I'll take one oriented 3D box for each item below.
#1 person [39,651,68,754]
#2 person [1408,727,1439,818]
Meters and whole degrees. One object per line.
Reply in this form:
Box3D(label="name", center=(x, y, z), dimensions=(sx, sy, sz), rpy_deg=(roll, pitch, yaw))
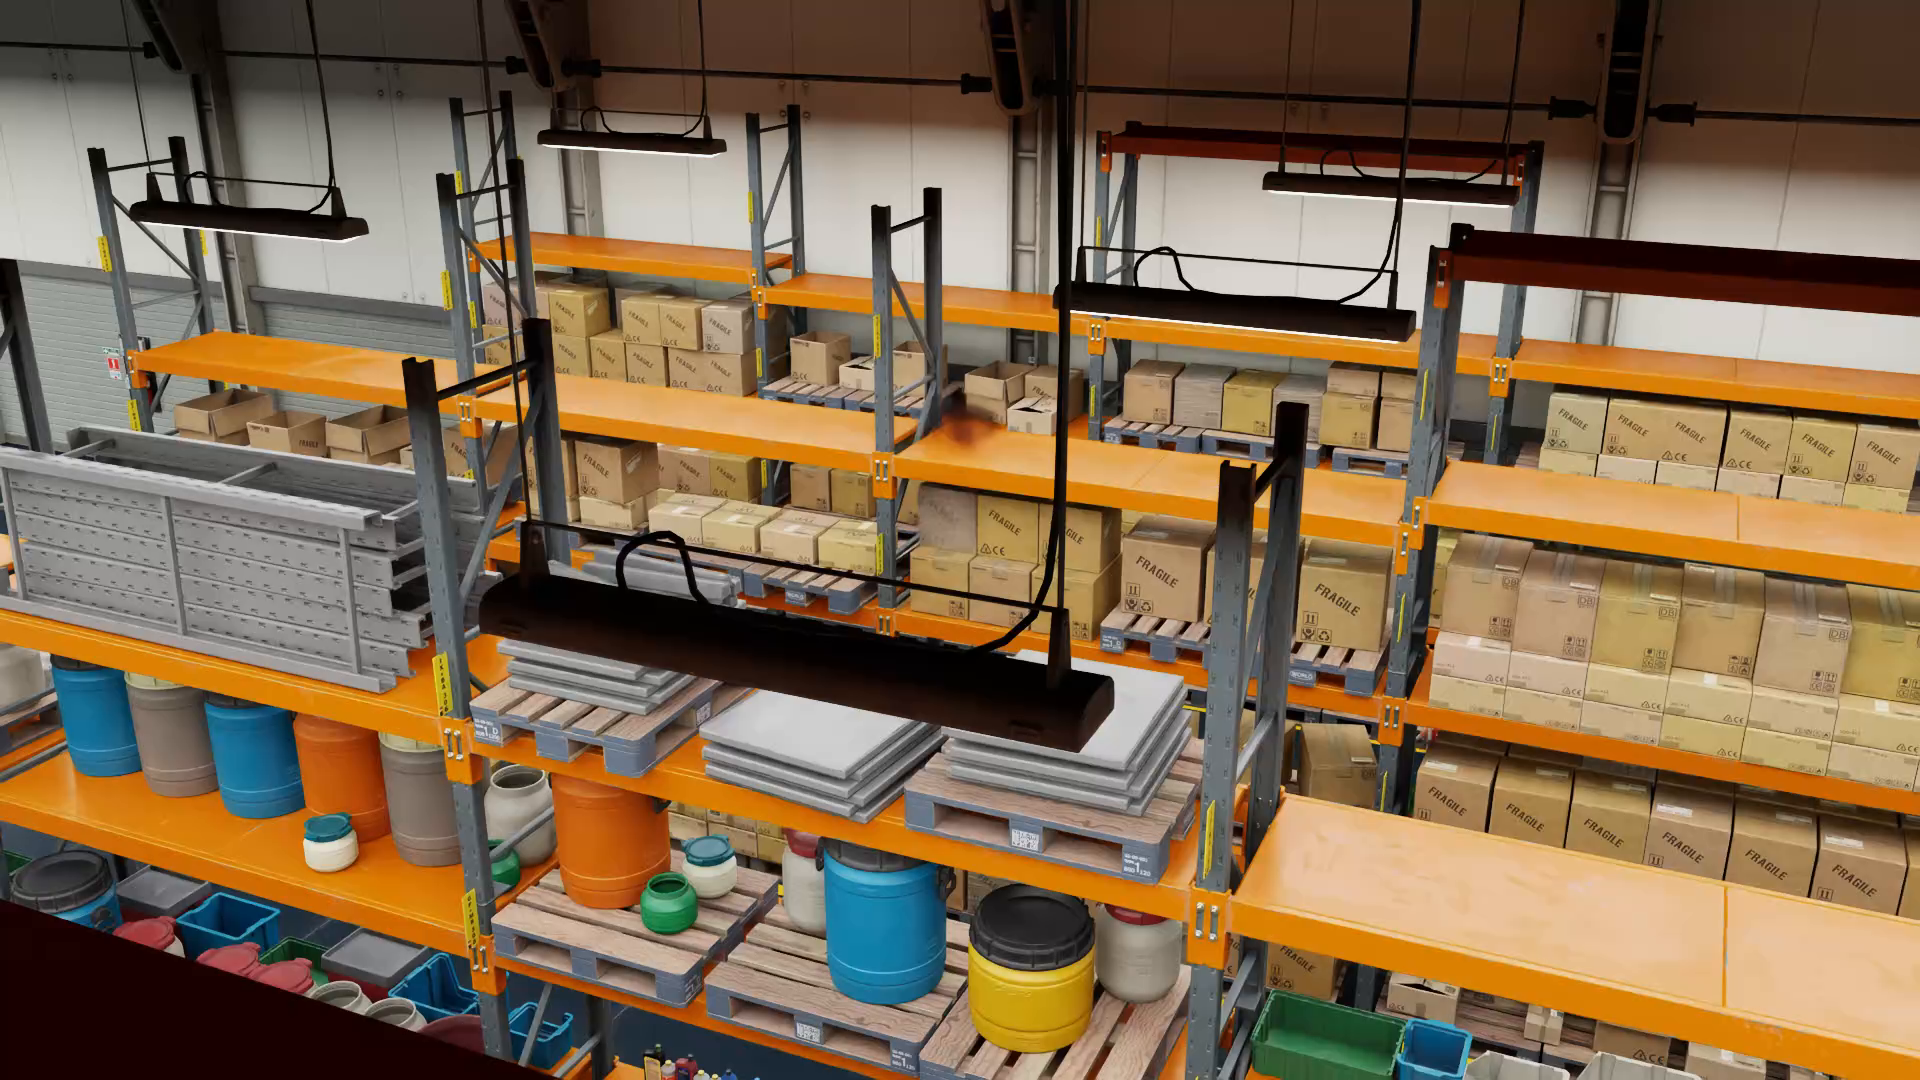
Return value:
Box3D(label="person", center=(-9.148, 1.290, 16.730), dimensions=(0.470, 1.772, 0.772), rpy_deg=(5, 21, 12))
Box3D(label="person", center=(4.263, 1.945, 14.994), dimensions=(0.975, 1.733, 0.525), rpy_deg=(8, 22, 20))
